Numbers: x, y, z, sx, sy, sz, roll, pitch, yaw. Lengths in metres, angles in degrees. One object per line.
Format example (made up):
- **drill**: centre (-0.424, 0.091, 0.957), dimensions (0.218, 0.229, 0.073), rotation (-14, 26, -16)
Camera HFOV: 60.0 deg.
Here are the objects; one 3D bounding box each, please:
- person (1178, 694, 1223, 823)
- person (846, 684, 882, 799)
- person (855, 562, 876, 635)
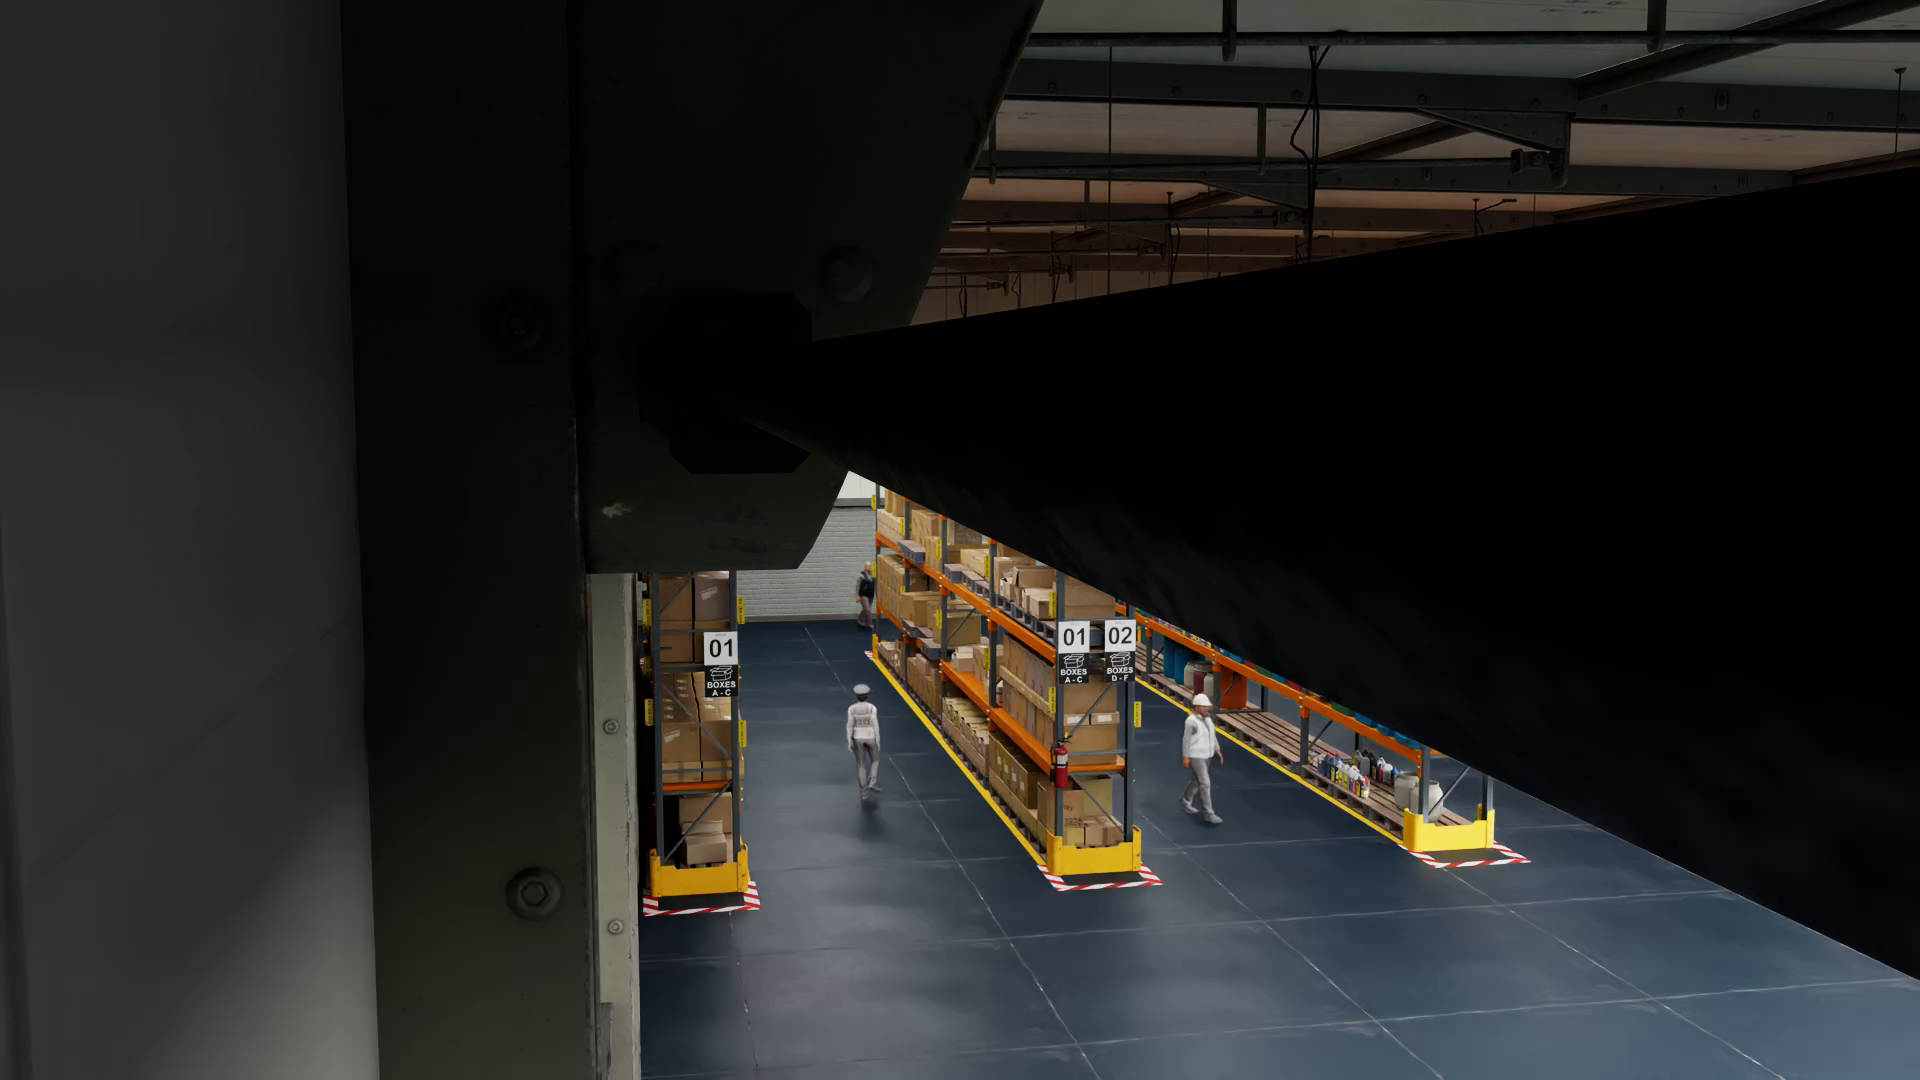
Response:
- **person**: centre (3.435, 3.042, 23.440), dimensions (0.883, 1.737, 0.561), rotation (5, 8, 39)
- **person**: centre (-1.417, 2.972, 24.544), dimensions (0.526, 1.679, 0.464), rotation (0, 6, 0)
- **person**: centre (-2.215, 1.375, 40.088), dimensions (0.556, 1.710, 0.943), rotation (-5, 8, -42)
